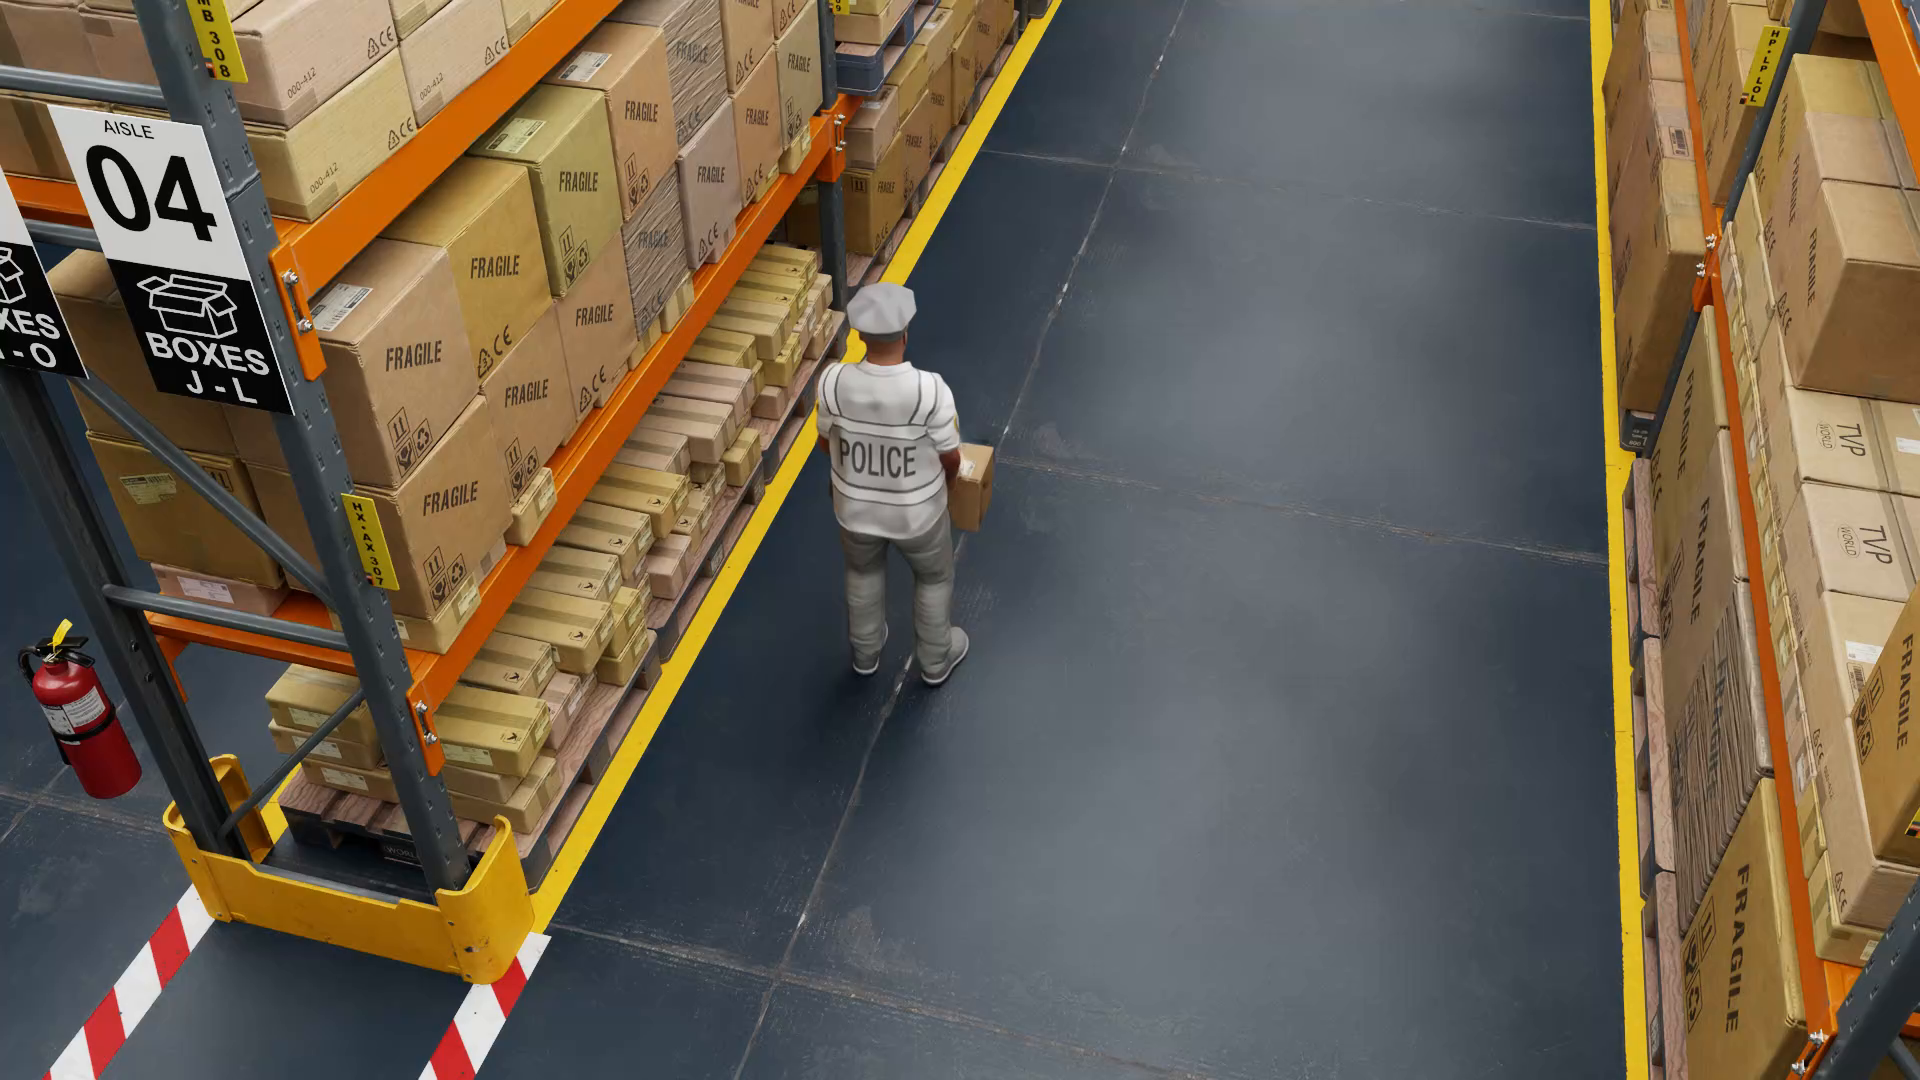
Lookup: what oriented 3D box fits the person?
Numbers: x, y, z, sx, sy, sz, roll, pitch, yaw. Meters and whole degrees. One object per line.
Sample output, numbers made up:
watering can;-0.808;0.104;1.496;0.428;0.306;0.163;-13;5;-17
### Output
person;-0.256;-0.170;6.336;0.542;1.765;0.456;8;41;10
